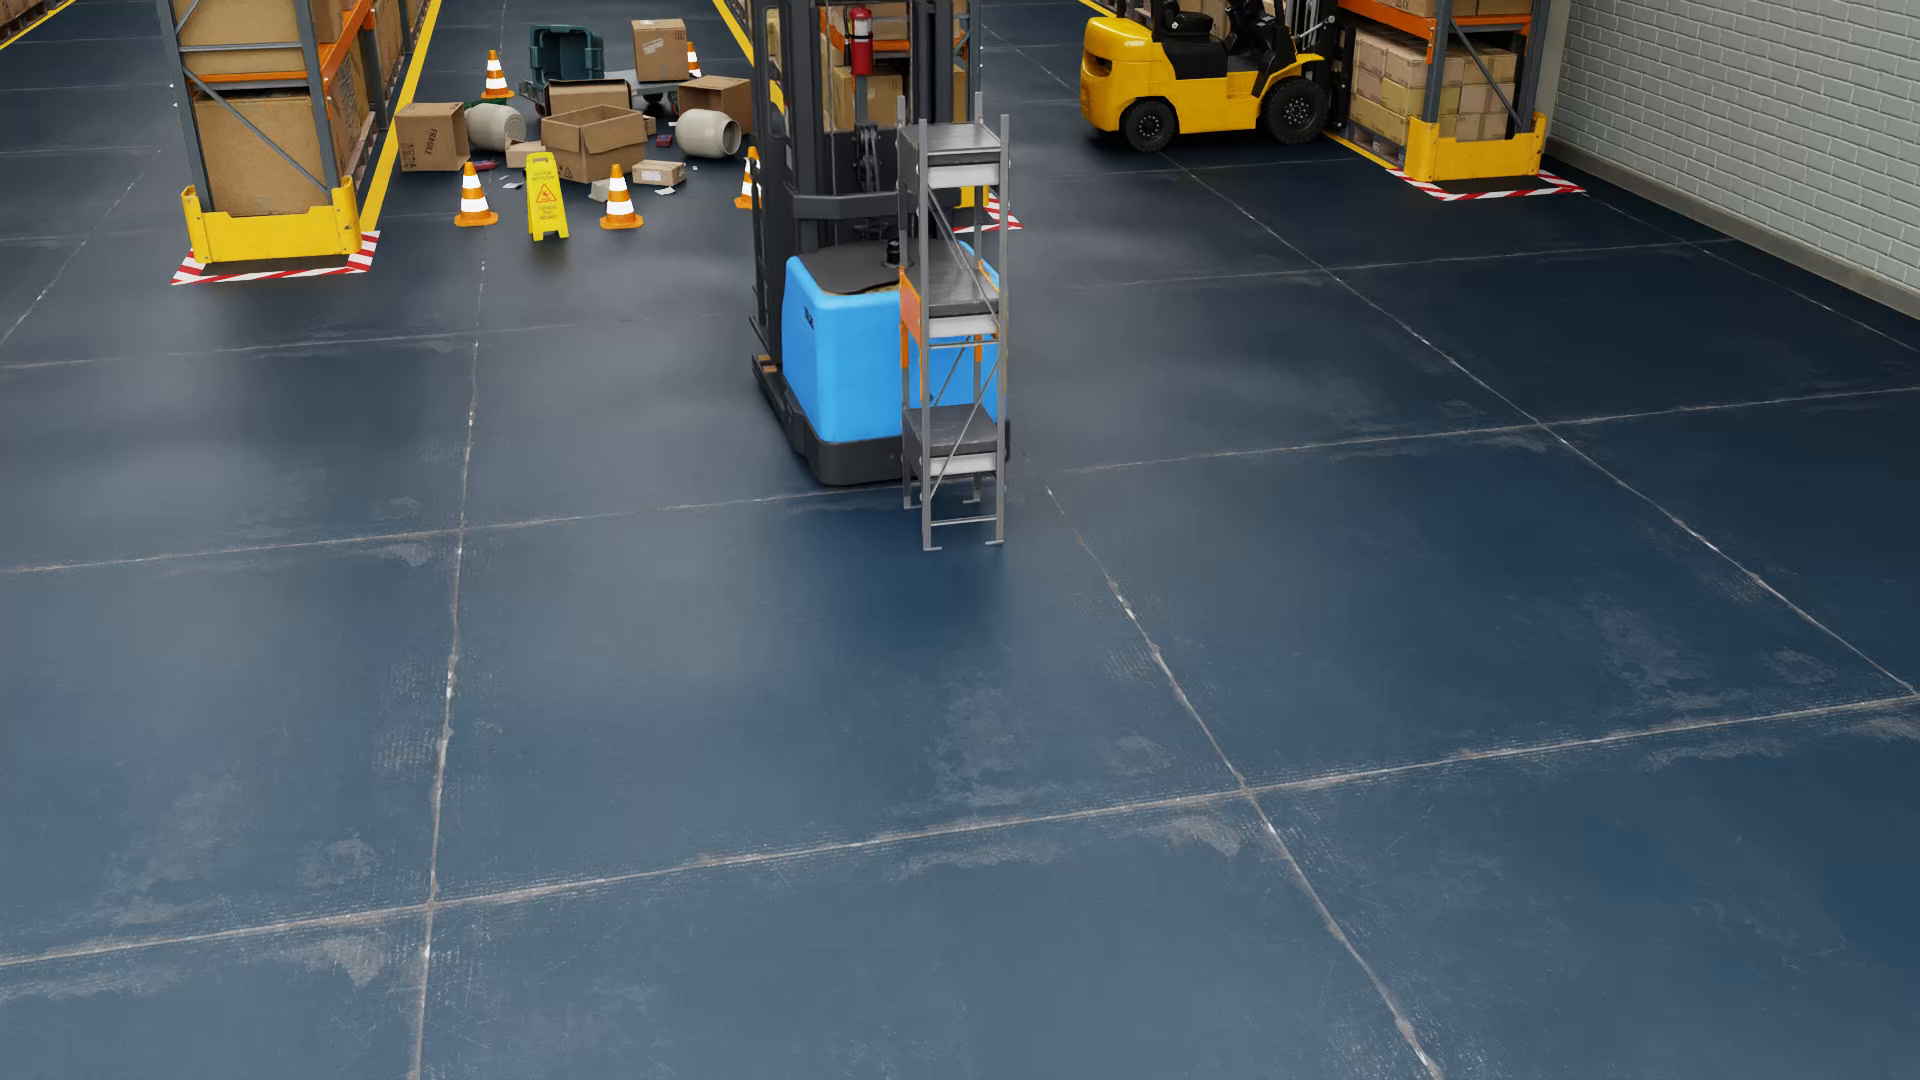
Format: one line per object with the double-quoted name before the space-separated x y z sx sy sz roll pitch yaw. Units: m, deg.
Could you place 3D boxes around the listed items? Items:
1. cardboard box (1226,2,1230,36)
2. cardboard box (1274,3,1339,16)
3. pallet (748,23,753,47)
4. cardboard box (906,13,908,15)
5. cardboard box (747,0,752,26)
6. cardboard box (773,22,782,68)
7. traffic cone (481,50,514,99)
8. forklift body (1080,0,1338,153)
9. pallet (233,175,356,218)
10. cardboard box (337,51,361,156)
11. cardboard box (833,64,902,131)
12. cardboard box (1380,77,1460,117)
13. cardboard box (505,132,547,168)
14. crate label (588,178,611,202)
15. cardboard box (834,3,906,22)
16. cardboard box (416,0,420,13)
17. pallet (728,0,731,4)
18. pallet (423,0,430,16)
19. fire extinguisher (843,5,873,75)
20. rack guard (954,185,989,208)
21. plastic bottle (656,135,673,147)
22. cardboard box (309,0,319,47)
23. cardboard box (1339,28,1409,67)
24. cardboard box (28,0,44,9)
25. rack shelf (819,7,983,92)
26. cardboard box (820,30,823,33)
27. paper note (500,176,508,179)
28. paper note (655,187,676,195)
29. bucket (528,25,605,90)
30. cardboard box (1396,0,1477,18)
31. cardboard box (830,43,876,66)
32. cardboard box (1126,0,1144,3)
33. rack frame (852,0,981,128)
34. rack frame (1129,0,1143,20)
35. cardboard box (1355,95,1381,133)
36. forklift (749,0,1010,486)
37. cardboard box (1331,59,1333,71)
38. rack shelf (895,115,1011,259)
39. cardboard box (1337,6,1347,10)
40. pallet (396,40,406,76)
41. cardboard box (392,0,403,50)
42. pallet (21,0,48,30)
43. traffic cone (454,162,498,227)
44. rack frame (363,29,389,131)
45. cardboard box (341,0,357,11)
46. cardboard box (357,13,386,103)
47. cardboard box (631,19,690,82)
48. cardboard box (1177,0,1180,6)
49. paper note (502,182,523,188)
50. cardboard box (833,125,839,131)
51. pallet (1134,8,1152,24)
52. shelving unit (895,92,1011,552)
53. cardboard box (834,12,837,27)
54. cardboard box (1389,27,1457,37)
"cardboard box" 3.466 -5.690 18.364 0.875 0.625 0.625 -5 27 -9
"cardboard box" 3.503 -5.271 16.841 0.500 0.250 0.500 -6 27 -12
"pallet" -1.968 -5.997 19.897 1.003 0.211 1.213 -6 27 -12
"cardboard box" -0.285 -4.240 13.601 0.380 0.149 0.250 -6 27 -11
"cardboard box" -2.025 -6.350 19.953 0.950 0.372 0.625 -8 28 -15
"cardboard box" -1.527 -5.389 18.048 0.950 0.372 0.625 -4 27 -8
"traffic cone" -4.872 -4.892 17.428 0.336 0.463 0.334 -6 27 -12
"forklift body" 2.291 -4.847 15.466 2.313 2.155 1.214 -6 27 -12
"pallet" -5.396 -2.624 13.215 1.003 0.211 1.213 -6 27 -12
"cardboard box" -5.760 -3.842 14.426 0.875 0.875 0.875 -6 27 -11
"cardboard box" -0.774 -3.693 13.991 0.500 0.500 0.500 -6 27 -11
"cardboard box" 4.081 -3.944 14.765 0.500 0.250 0.500 -6 27 -12
"cardboard box" -3.859 -3.494 14.878 0.396 0.266 0.258 -1 27 -3
"crate label" -2.936 -2.930 13.902 0.250 0.136 0.298 -23 35 -38
"cardboard box" -0.730 -4.461 13.318 0.500 0.500 0.500 -6 27 -13
"cardboard box" -7.090 -6.891 20.882 0.500 0.500 0.500 -7 28 -13
"pallet" -2.796 -7.765 23.400 1.003 0.211 1.213 -6 27 -12
"pallet" -7.667 -7.208 22.296 1.003 0.211 1.213 -6 27 -12
"fire extinguisher" -0.763 -3.941 12.816 0.296 0.674 0.183 -6 27 -12
"rack guard" -0.357 -2.990 13.620 1.175 0.500 0.348 -6 27 -12
"plastic bottle" -2.777 -3.760 15.632 0.133 0.061 0.283 -1 27 -3
"cardboard box" -5.412 -3.991 12.661 0.875 0.550 0.550 -6 27 -12
"cardboard box" 3.844 -4.600 15.510 0.500 0.250 0.500 -6 27 -11
"cardboard box" -12.535 -7.295 21.266 1.225 0.875 0.875 -6 27 -11
"rack shelf" -0.790 -4.630 14.892 1.077 0.370 4.000 -6 27 -12
"cardboard box" -1.220 -4.723 15.311 0.380 0.149 0.250 -4 27 -9
"paper note" -3.976 -3.164 14.508 0.032 0.001 0.123 8 28 15
"paper note" -2.492 -2.960 14.081 0.148 0.019 0.142 -16 31 -29
"bucket" -3.764 -4.674 16.127 0.726 0.611 0.620 3 17 6
"cardboard box" 4.129 -4.813 14.345 0.500 0.500 0.500 -7 28 -13
"cardboard box" -0.922 -4.137 14.151 0.380 0.149 0.250 -5 27 -10
"cardboard box" 2.388 -7.326 21.744 0.500 0.500 0.500 -5 27 -10
"rack frame" -0.339 -4.073 12.991 1.000 3.000 0.127 -6 27 -12
"rack frame" 2.693 -8.091 20.951 1.000 3.000 0.127 -6 27 -12
"cardboard box" 3.979 -3.932 15.297 0.500 0.250 0.500 -6 27 -12
"forklift" -0.641 -2.236 9.427 1.130 2.935 3.031 -8 28 -15
"cardboard box" 3.733 -4.610 16.084 0.500 0.250 0.500 -6 27 -12
"rack shelf" -0.037 -1.623 7.612 0.431 0.518 0.480 -6 27 -12
"cardboard box" 4.023 -5.324 16.945 0.500 0.250 0.500 -6 27 -12
"pallet" -6.838 -5.439 18.792 1.003 0.211 1.213 -6 27 -12
"cardboard box" -6.893 -5.945 18.730 1.050 0.750 0.750 -6 27 -12
"pallet" -12.452 -6.759 21.406 1.003 0.211 1.213 -6 27 -12
"traffic cone" -3.876 -2.771 13.226 0.336 0.463 0.334 -6 27 -12
"rack frame" -6.041 -5.282 15.386 1.000 3.000 0.127 -6 27 -12
"cardboard box" -5.800 -4.949 14.560 0.875 0.550 0.550 -6 27 -12
"cardboard box" -6.268 -4.729 16.320 1.050 0.750 0.750 -6 27 -12
"cardboard box" -2.968 -4.857 16.478 0.500 0.500 0.500 -6 27 -12
"cardboard box" 2.975 -6.657 20.279 0.875 0.625 0.625 -5 27 -10
"paper note" -3.829 -3.042 14.245 0.144 0.017 0.142 3 27 6
"cardboard box" -0.789 -3.371 14.185 0.500 0.250 0.500 -6 27 -12
"pallet" 2.840 -6.481 20.855 1.003 0.211 1.213 -6 27 -12
"shelving unit" -0.037 -1.010 7.921 0.431 2.100 0.503 -6 27 -12
"cardboard box" -0.834 -4.318 13.755 0.380 0.149 0.250 -6 27 -12
"cardboard box" 4.353 -4.655 15.619 0.500 0.250 0.500 -6 27 -12
